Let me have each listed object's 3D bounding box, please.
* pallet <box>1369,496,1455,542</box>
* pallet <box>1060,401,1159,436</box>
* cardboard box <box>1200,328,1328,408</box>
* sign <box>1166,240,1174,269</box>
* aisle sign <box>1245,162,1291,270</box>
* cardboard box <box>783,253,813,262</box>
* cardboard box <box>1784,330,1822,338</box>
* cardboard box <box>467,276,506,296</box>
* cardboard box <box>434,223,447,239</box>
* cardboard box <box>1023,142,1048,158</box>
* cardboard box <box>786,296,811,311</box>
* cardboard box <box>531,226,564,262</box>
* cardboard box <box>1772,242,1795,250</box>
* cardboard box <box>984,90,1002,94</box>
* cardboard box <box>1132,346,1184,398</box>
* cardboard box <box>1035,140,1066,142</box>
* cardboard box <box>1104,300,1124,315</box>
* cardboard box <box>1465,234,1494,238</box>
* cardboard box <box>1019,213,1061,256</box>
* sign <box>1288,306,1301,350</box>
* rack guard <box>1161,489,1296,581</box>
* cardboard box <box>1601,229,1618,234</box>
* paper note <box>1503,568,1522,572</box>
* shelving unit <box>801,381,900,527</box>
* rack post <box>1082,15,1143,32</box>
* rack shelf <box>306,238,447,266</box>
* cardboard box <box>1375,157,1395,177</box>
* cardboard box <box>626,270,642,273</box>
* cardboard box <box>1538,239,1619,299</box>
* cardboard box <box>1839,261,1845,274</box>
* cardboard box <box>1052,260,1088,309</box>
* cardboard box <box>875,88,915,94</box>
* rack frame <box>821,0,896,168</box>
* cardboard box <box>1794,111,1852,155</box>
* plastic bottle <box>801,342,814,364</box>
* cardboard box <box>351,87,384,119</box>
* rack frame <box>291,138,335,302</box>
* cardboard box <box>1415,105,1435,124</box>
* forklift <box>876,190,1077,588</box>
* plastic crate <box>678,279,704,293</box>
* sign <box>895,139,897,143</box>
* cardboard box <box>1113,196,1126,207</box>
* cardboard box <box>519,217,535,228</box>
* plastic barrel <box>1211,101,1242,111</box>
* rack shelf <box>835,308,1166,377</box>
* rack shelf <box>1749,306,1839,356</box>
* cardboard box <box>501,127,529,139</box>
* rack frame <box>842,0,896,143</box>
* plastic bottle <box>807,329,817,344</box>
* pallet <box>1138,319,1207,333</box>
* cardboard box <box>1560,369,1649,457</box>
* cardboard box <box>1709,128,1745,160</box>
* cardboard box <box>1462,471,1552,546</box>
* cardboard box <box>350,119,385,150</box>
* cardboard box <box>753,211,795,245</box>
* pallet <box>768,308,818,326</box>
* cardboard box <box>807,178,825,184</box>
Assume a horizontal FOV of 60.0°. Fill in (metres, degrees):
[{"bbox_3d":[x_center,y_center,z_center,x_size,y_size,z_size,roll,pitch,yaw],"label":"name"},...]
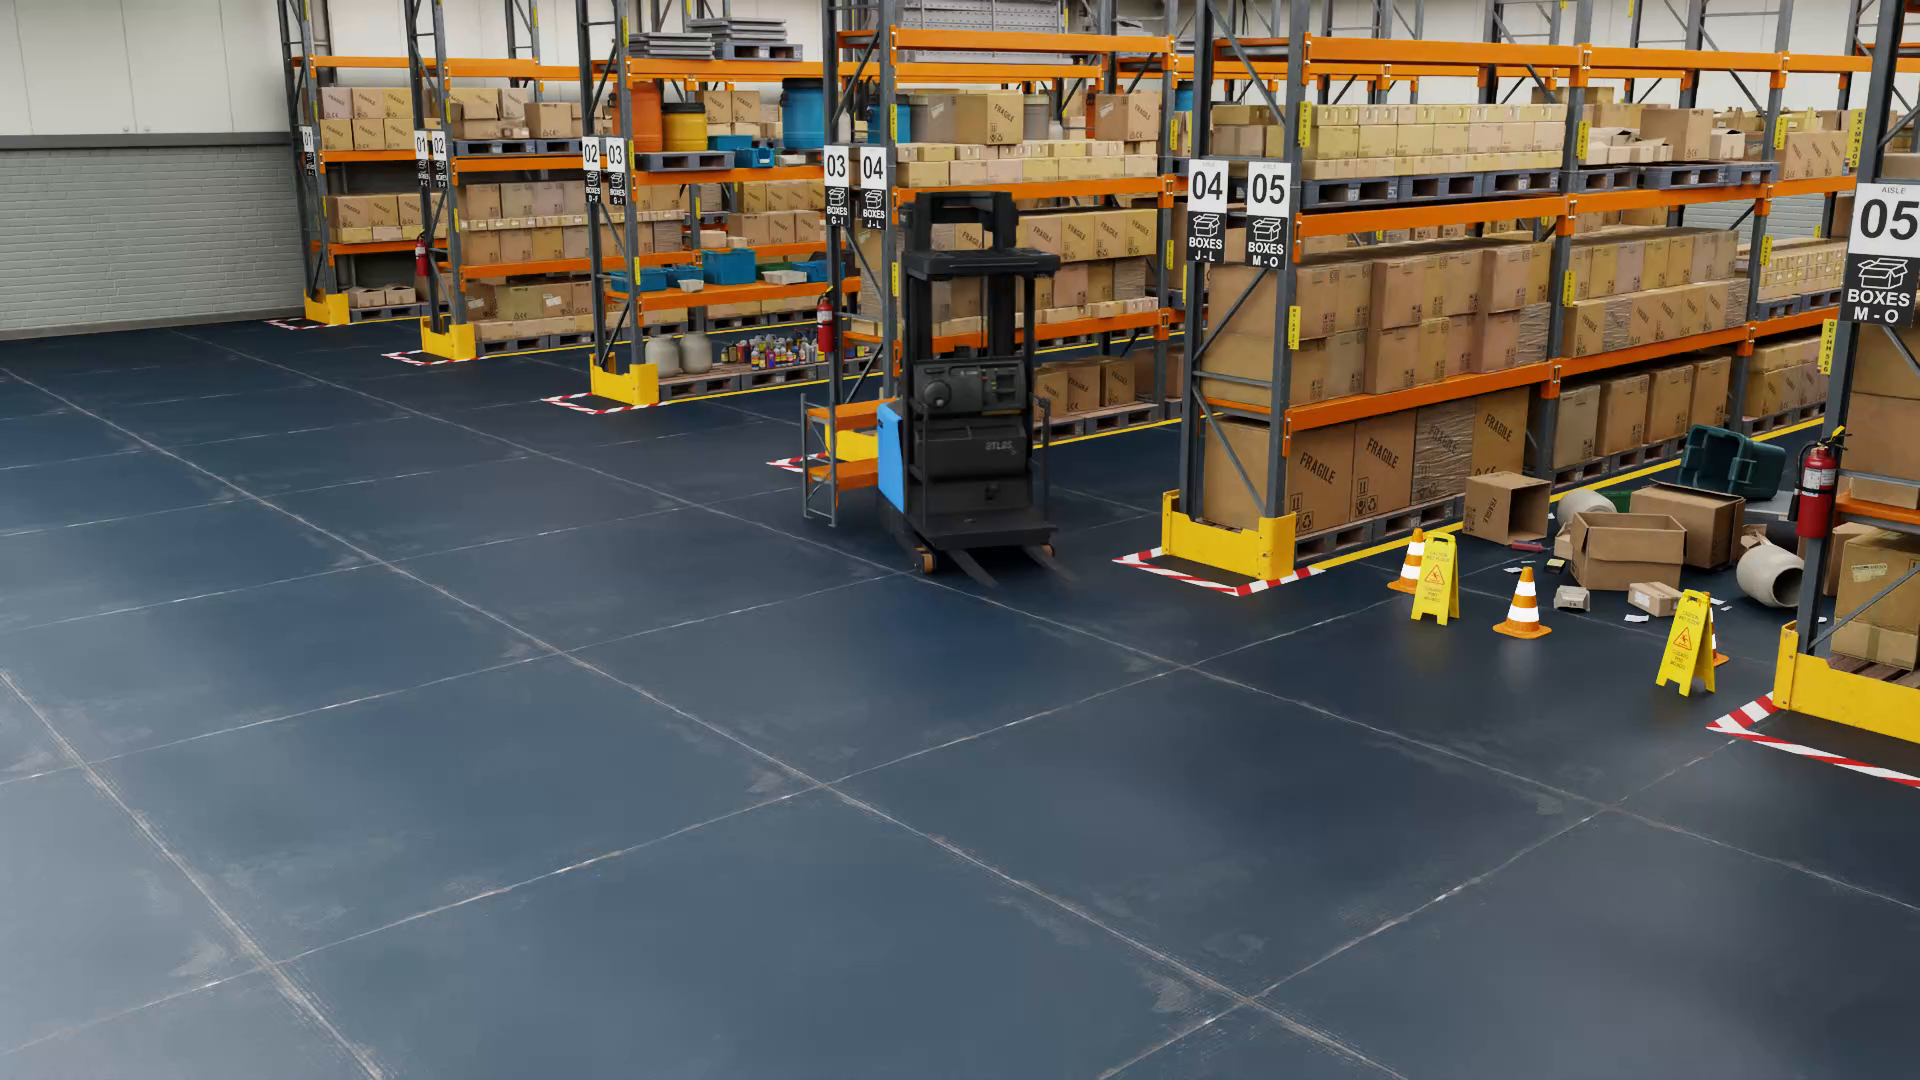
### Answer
[{"bbox_3d":[3.656,-0.279,14.884,1.213,0.211,1.003,-13,19,-39],"label":"pallet"},{"bbox_3d":[1.539,-1.462,19.314,1.213,0.211,1.003,-13,19,-39],"label":"pallet"},{"bbox_3d":[2.435,-1.414,13.439,0.550,0.550,0.875,-13,19,-39],"label":"cardboard box"},{"bbox_3d":[2.384,-3.244,18.904,0.005,0.325,0.100,-13,19,-39],"label":"sign"},{"bbox_3d":[2.328,-2.455,12.591,0.004,0.787,0.394,-13,19,-39],"label":"aisle sign"},{"bbox_3d":[-3.409,-5.911,33.918,0.750,0.750,0.750,-13,20,-40],"label":"cardboard box"},{"bbox_3d":[10.055,-2.308,19.654,0.500,0.250,0.500,-14,20,-42],"label":"cardboard box"},{"bbox_3d":[-8.489,-4.644,29.815,0.500,0.500,0.500,14,21,43],"label":"cardboard box"},{"bbox_3d":[-9.020,-5.364,28.772,0.500,0.250,0.500,-12,19,-39],"label":"cardboard box"},{"bbox_3d":[0.715,-4.135,17.624,0.250,0.149,0.380,-14,20,-41],"label":"cardboard box"},{"bbox_3d":[-2.851,-4.014,27.980,0.500,0.250,0.500,-12,19,-38],"label":"cardboard box"},{"bbox_3d":[-6.363,-4.479,25.013,0.500,0.500,0.700,-12,19,-39],"label":"cardboard box"},{"bbox_3d":[9.854,-3.517,20.126,0.250,0.149,0.380,-13,20,-40],"label":"cardboard box"},{"bbox_3d":[0.562,-9.586,36.343,0.500,0.500,0.500,-12,19,-38],"label":"cardboard box"},{"bbox_3d":[2.499,-2.035,20.046,0.700,0.500,0.500,14,21,43],"label":"cardboard box"},{"bbox_3d":[1.043,-4.354,18.443,0.250,0.149,0.380,-12,19,-38],"label":"cardboard box"},{"bbox_3d":[1.630,-2.644,18.822,0.250,0.149,0.380,-13,19,-39],"label":"cardboard box"},{"bbox_3d":[7.116,-4.029,23.326,0.500,0.500,0.500,-13,20,-40],"label":"cardboard box"},{"bbox_3d":[0.730,-3.222,17.791,0.500,0.500,0.500,-13,19,-39],"label":"cardboard box"},{"bbox_3d":[2.544,-1.617,12.660,0.005,0.325,0.100,-13,19,-39],"label":"sign"},{"bbox_3d":[2.166,-0.058,13.498,0.348,0.500,1.175,-13,19,-39],"label":"rack guard"},{"bbox_3d":[9.726,-4.639,25.519,0.500,0.250,0.500,-13,19,-39],"label":"cardboard box"},{"bbox_3d":[4.450,0.238,13.304,0.142,0.017,0.144,-6,16,-20],"label":"paper note"},{"bbox_3d":[-0.847,-0.790,15.028,1.048,1.125,0.538,-11,19,-36],"label":"shelving unit"},{"bbox_3d":[2.312,-7.870,25.278,0.986,0.289,0.624,-13,19,-39],"label":"rack post"},{"bbox_3d":[-9.241,-5.136,29.061,4.000,0.370,1.077,-13,19,-39],"label":"rack shelf"},{"bbox_3d":[3.225,-2.973,13.234,0.250,0.149,0.380,-12,19,-39],"label":"cardboard box"},{"bbox_3d":[-5.033,-4.078,26.766,0.500,0.500,0.500,-13,19,-39],"label":"cardboard box"},{"bbox_3d":[5.959,-2.651,16.232,0.500,0.500,0.700,-13,20,-40],"label":"cardboard box"},{"bbox_3d":[10.279,-3.244,19.680,0.250,0.149,0.380,-14,20,-42],"label":"cardboard box"},{"bbox_3d":[0.931,-2.876,18.433,0.500,0.500,0.875,-13,19,-39],"label":"cardboard box"},{"bbox_3d":[-1.127,-7.590,28.908,0.500,0.500,0.500,-13,19,-39],"label":"cardboard box"},{"bbox_3d":[-0.995,-5.151,16.095,0.127,3.000,1.000,-13,19,-39],"label":"rack frame"},{"bbox_3d":[9.985,-4.768,19.462,0.637,0.503,0.797,-13,20,-40],"label":"cardboard box"},{"bbox_3d":[-2.039,-2.512,22.265,0.135,0.276,0.152,-12,19,-38],"label":"plastic bottle"},{"bbox_3d":[-9.888,-7.229,27.517,0.500,0.500,0.500,-13,20,-40],"label":"cardboard box"},{"bbox_3d":[-10.750,-5.145,27.700,0.127,3.000,1.000,-13,19,-39],"label":"rack frame"},{"bbox_3d":[3.605,-3.443,13.451,0.250,0.149,0.380,-13,20,-40],"label":"cardboard box"},{"bbox_3d":[0.139,-1.257,13.276,1.130,2.935,3.031,-4,15,-15],"label":"forklift"},{"bbox_3d":[-3.360,-3.178,20.846,0.250,0.136,0.298,-13,19,-39],"label":"plastic crate"},{"bbox_3d":[-0.876,-5.239,22.220,0.005,0.325,0.100,-13,19,-39],"label":"sign"},{"bbox_3d":[2.884,-6.468,32.457,0.500,0.500,0.500,-13,20,-40],"label":"cardboard box"},{"bbox_3d":[-6.480,-4.697,24.572,0.250,0.149,0.380,-13,20,-40],"label":"cardboard box"},{"bbox_3d":[4.251,-6.798,26.897,0.600,0.588,0.600,0,15,0],"label":"plastic barrel"},{"bbox_3d":[0.513,-2.243,18.231,4.000,0.370,1.077,-13,19,-39],"label":"rack shelf"},{"bbox_3d":[9.728,-2.616,19.625,4.000,0.370,1.077,-13,19,-39],"label":"rack shelf"},{"bbox_3d":[-6.492,-5.945,24.282,0.250,0.149,0.380,-13,19,-39],"label":"cardboard box"},{"bbox_3d":[-1.229,-6.792,22.242,0.127,3.000,1.000,-13,19,-39],"label":"rack frame"},{"bbox_3d":[-2.016,-2.743,22.986,0.185,0.351,0.144,-13,19,-39],"label":"plastic bottle"},{"bbox_3d":[3.276,-3.572,27.213,1.213,0.211,1.003,-13,19,-39],"label":"pallet"},{"bbox_3d":[6.341,-1.348,17.031,0.750,0.750,1.050,-13,19,-39],"label":"cardboard box"},{"bbox_3d":[7.628,-4.047,16.940,0.500,0.311,0.500,-13,19,-39],"label":"cardboard box"},{"bbox_3d":[4.704,-0.278,14.317,0.500,0.500,0.500,-9,17,-30],"label":"cardboard box"},{"bbox_3d":[-9.905,-6.744,27.642,0.500,0.500,0.500,-11,19,-36],"label":"cardboard box"},{"bbox_3d":[-3.113,-5.208,27.743,0.500,0.500,0.500,-13,19,-39],"label":"cardboard box"},{"bbox_3d":[-3.027,-3.852,28.262,1.213,0.211,1.003,-13,19,-39],"label":"pallet"},{"bbox_3d":[-3.043,-7.355,33.712,0.500,0.250,0.500,-13,20,-40],"label":"cardboard box"}]
